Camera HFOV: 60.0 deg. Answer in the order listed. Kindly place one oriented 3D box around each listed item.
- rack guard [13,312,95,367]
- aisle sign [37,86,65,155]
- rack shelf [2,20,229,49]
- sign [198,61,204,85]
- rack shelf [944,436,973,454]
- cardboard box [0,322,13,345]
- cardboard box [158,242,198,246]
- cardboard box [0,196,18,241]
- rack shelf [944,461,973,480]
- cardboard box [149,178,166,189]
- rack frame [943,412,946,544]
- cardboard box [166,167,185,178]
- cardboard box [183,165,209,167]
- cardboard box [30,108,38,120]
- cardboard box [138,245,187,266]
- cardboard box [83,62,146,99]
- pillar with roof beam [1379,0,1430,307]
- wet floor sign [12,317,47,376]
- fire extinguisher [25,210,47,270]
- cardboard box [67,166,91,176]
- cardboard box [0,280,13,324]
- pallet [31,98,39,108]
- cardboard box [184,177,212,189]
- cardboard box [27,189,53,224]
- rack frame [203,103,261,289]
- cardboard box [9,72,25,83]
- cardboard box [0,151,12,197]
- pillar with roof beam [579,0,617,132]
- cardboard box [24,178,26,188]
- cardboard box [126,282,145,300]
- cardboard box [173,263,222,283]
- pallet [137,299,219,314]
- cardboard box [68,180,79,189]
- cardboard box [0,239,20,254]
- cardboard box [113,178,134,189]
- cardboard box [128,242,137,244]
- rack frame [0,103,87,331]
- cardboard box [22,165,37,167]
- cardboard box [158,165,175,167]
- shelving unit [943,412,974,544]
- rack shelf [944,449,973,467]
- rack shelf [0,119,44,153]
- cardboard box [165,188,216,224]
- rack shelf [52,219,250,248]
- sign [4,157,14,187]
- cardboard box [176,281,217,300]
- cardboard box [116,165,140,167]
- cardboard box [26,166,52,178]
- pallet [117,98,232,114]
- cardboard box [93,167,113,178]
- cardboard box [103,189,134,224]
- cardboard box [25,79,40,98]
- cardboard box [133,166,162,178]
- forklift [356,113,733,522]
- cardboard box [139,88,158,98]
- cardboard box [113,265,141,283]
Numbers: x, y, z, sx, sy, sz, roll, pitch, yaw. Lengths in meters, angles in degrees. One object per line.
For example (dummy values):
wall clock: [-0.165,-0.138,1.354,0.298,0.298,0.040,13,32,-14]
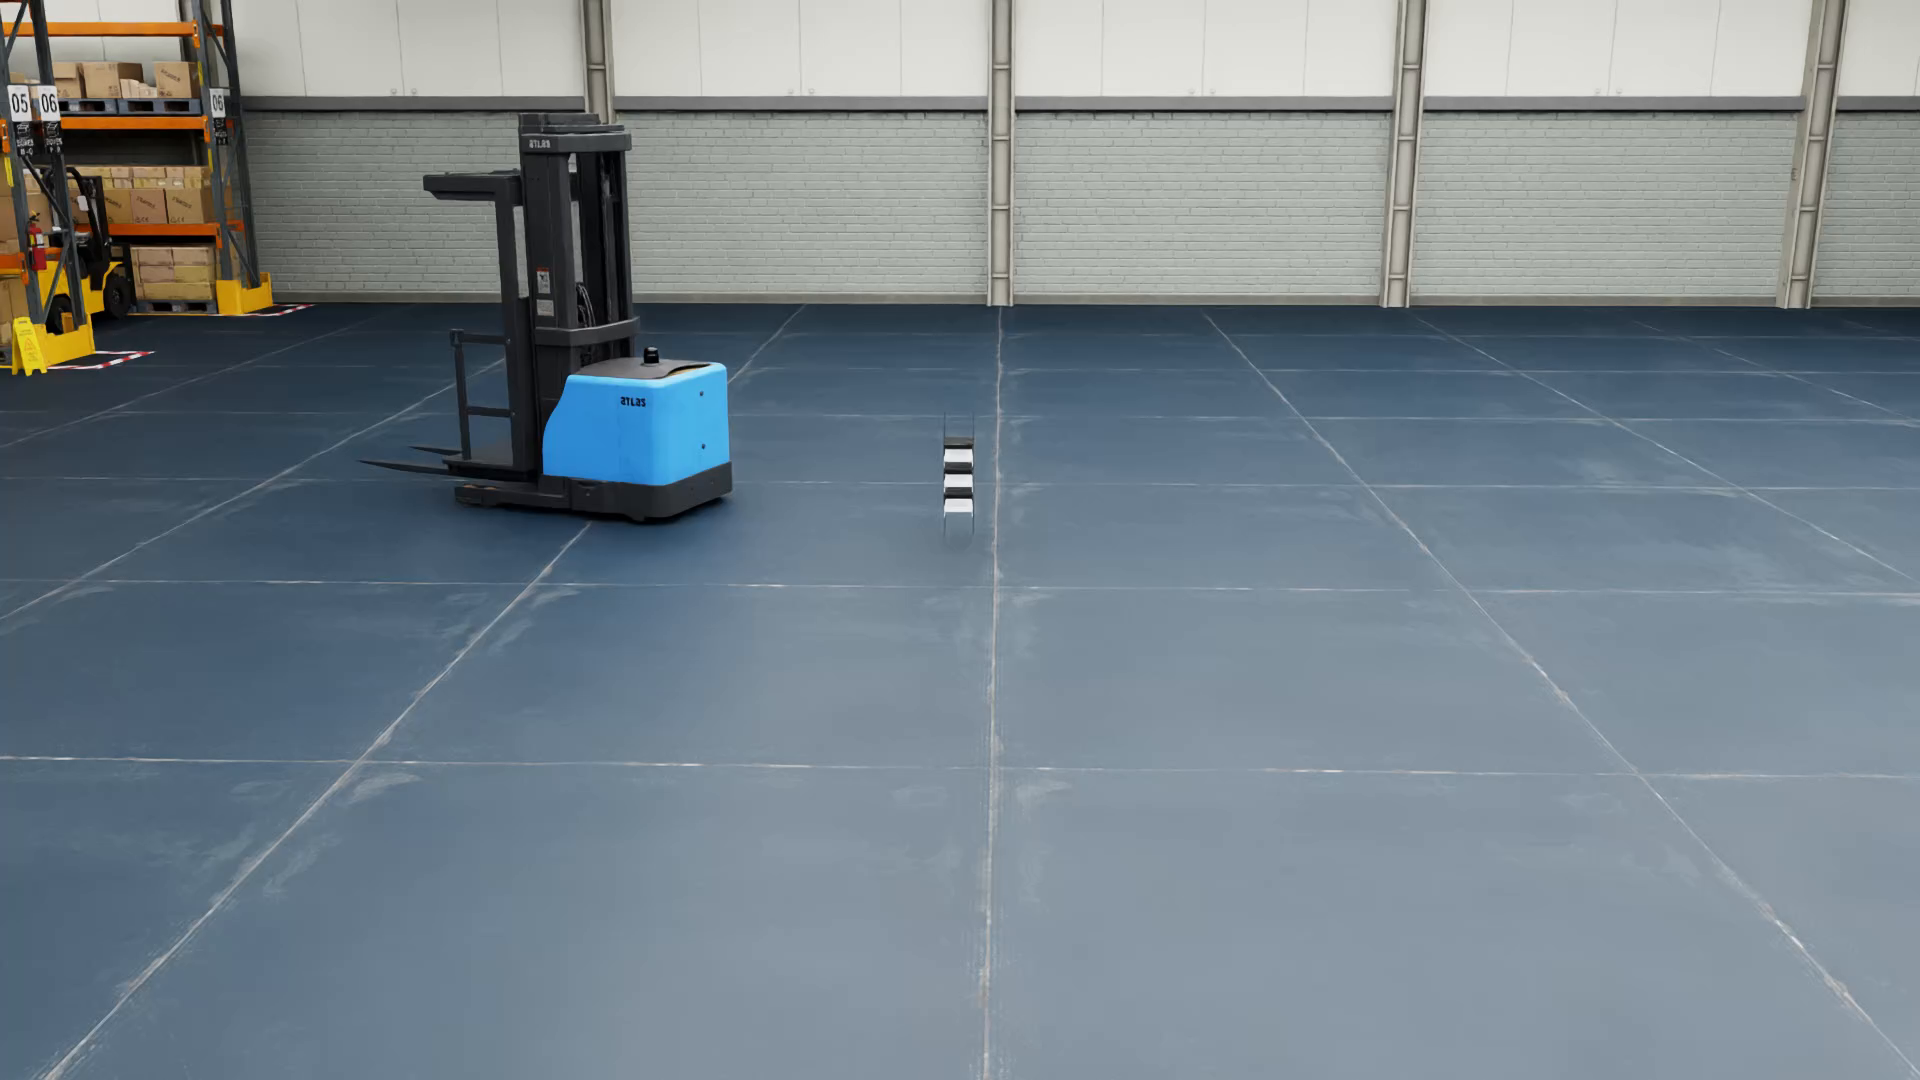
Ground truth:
rack guard: [-10.906,-2.423,20.043,0.348,0.500,1.175,0,15,1]
aisle sign: [-10.761,-4.966,19.688,0.004,0.787,0.394,0,15,1]
rack shelf: [-12.707,-7.269,23.947,4.000,0.370,1.077,0,15,1]
sign: [-10.735,-6.599,23.510,0.005,0.325,0.100,0,15,1]
rack shelf: [-0.008,-0.664,11.665,0.200,0.077,0.258,0,15,1]
cardboard box: [-11.669,-2.441,19.780,0.500,0.250,0.500,0,15,1]
cardboard box: [-11.683,-4.307,24.893,0.500,0.250,0.500,0,15,2]
cardboard box: [-11.380,-3.756,19.418,0.500,0.500,0.500,0,15,0]
rack shelf: [-0.008,-0.490,11.711,0.200,0.077,0.258,0,15,1]
cardboard box: [-11.575,-5.201,24.205,0.250,0.149,0.380,1,15,2]
rack frame: [-0.110,-0.436,11.728,0.006,0.900,0.240,0,15,1]
cardboard box: [-11.318,-5.345,24.168,0.250,0.149,0.380,0,15,2]
cardboard box: [-11.302,-5.477,24.668,0.250,0.149,0.380,1,15,3]
cardboard box: [-11.154,-5.045,19.693,0.250,0.149,0.380,0,15,1]
cardboard box: [-11.686,-4.179,24.406,0.500,0.250,0.500,1,15,2]
cardboard box: [-12.177,-6.620,23.956,0.500,0.500,0.700,0,15,2]
pillar with roof beam: [6.504,-6.817,20.037,0.400,9.000,9.100,0,15,1]
wet floor sign: [-10.668,-2.218,18.983,0.232,0.644,0.267,6,16,21]
fire extinguisher: [-10.728,-3.475,19.284,0.183,0.674,0.296,0,15,1]
cardboard box: [-12.856,-5.366,24.246,0.250,0.149,0.380,0,15,2]
cardboard box: [-11.638,-2.806,19.691,0.500,0.500,0.500,0,15,2]
pallet: [-13.853,-6.331,24.251,1.213,0.211,1.003,0,15,1]
cardboard box: [-11.061,-5.190,24.162,0.250,0.149,0.380,1,15,2]
cardboard box: [-13.242,-4.899,24.334,0.500,0.500,0.500,0,15,1]
rack frame: [-10.707,-4.897,24.520,0.127,3.000,1.000,0,15,1]
cardboard box: [-11.181,-5.400,19.476,0.250,0.149,0.380,0,15,1]
cardboard box: [-11.347,-4.254,19.345,0.500,0.500,0.700,0,15,0]
pillar with roof beam: [-5.492,-6.895,20.334,0.400,9.000,9.100,0,15,1]
cardboard box: [-13.629,-5.199,24.199,0.250,0.149,0.380,1,15,3]
cardboard box: [-12.182,-3.704,24.566,0.500,0.250,0.500,1,15,2]
cardboard box: [-11.202,-3.935,24.463,0.500,0.250,0.500,0,15,1]
pallet: [-11.473,-3.543,24.854,1.213,0.211,1.003,0,15,1]
cardboard box: [-12.849,-5.200,24.204,0.250,0.149,0.380,0,15,0]
cardboard box: [-11.210,-3.457,19.557,0.250,0.149,0.380,1,15,3]
cardboard box: [-12.091,-5.195,24.183,0.250,0.149,0.380,0,15,0]
cardboard box: [-12.694,-4.319,24.935,0.500,0.250,0.500,0,15,0]
rack frame: [-10.830,-3.631,19.722,0.127,3.000,1.000,0,15,1]
cardboard box: [-13.865,-5.493,24.730,0.250,0.149,0.380,0,15,1]
cardboard box: [-11.810,-5.473,24.654,0.250,0.149,0.380,0,15,2]
shelving unit: [-0.008,-0.435,11.725,0.210,0.900,0.258,0,15,1]
rack shelf: [-0.008,-0.577,11.688,0.200,0.077,0.258,0,15,1]
rack shelf: [-12.830,-4.746,19.480,4.000,0.370,1.077,0,15,1]
cardboard box: [-11.206,-4.881,24.266,0.500,0.500,0.500,0,15,0]
rack shelf: [-12.707,-4.562,24.661,4.000,0.370,1.077,0,15,1]
sign: [-10.865,-4.202,18.998,0.005,0.325,0.100,0,15,1]
cardboard box: [-11.185,-3.693,24.523,0.500,0.250,0.500,0,15,2]
cardboard box: [-12.334,-5.495,24.738,0.250,0.149,0.380,0,15,0]
cardboard box: [-13.361,-5.350,24.188,0.250,0.149,0.380,0,15,1]
pallet: [-11.414,-6.316,24.191,1.213,0.211,1.003,0,15,1]
cardboard box: [-12.349,-5.334,24.126,0.250,0.149,0.380,1,15,3]
cardboard box: [-12.237,-4.890,24.300,0.500,0.500,0.500,0,15,0]
cardboard box: [-13.230,-6.472,23.857,0.258,0.266,0.396,0,15,0]
cardboard box: [-11.827,-5.360,24.226,0.250,0.149,0.380,0,15,2]
forklift: [-3.348,-1.775,12.824,3.031,2.935,1.130,6,16,22]
cardboard box: [-11.544,-6.405,23.830,0.250,0.149,0.380,0,15,0]
cardboard box: [-12.220,-3.939,24.478,0.500,0.250,0.500,0,15,0]
